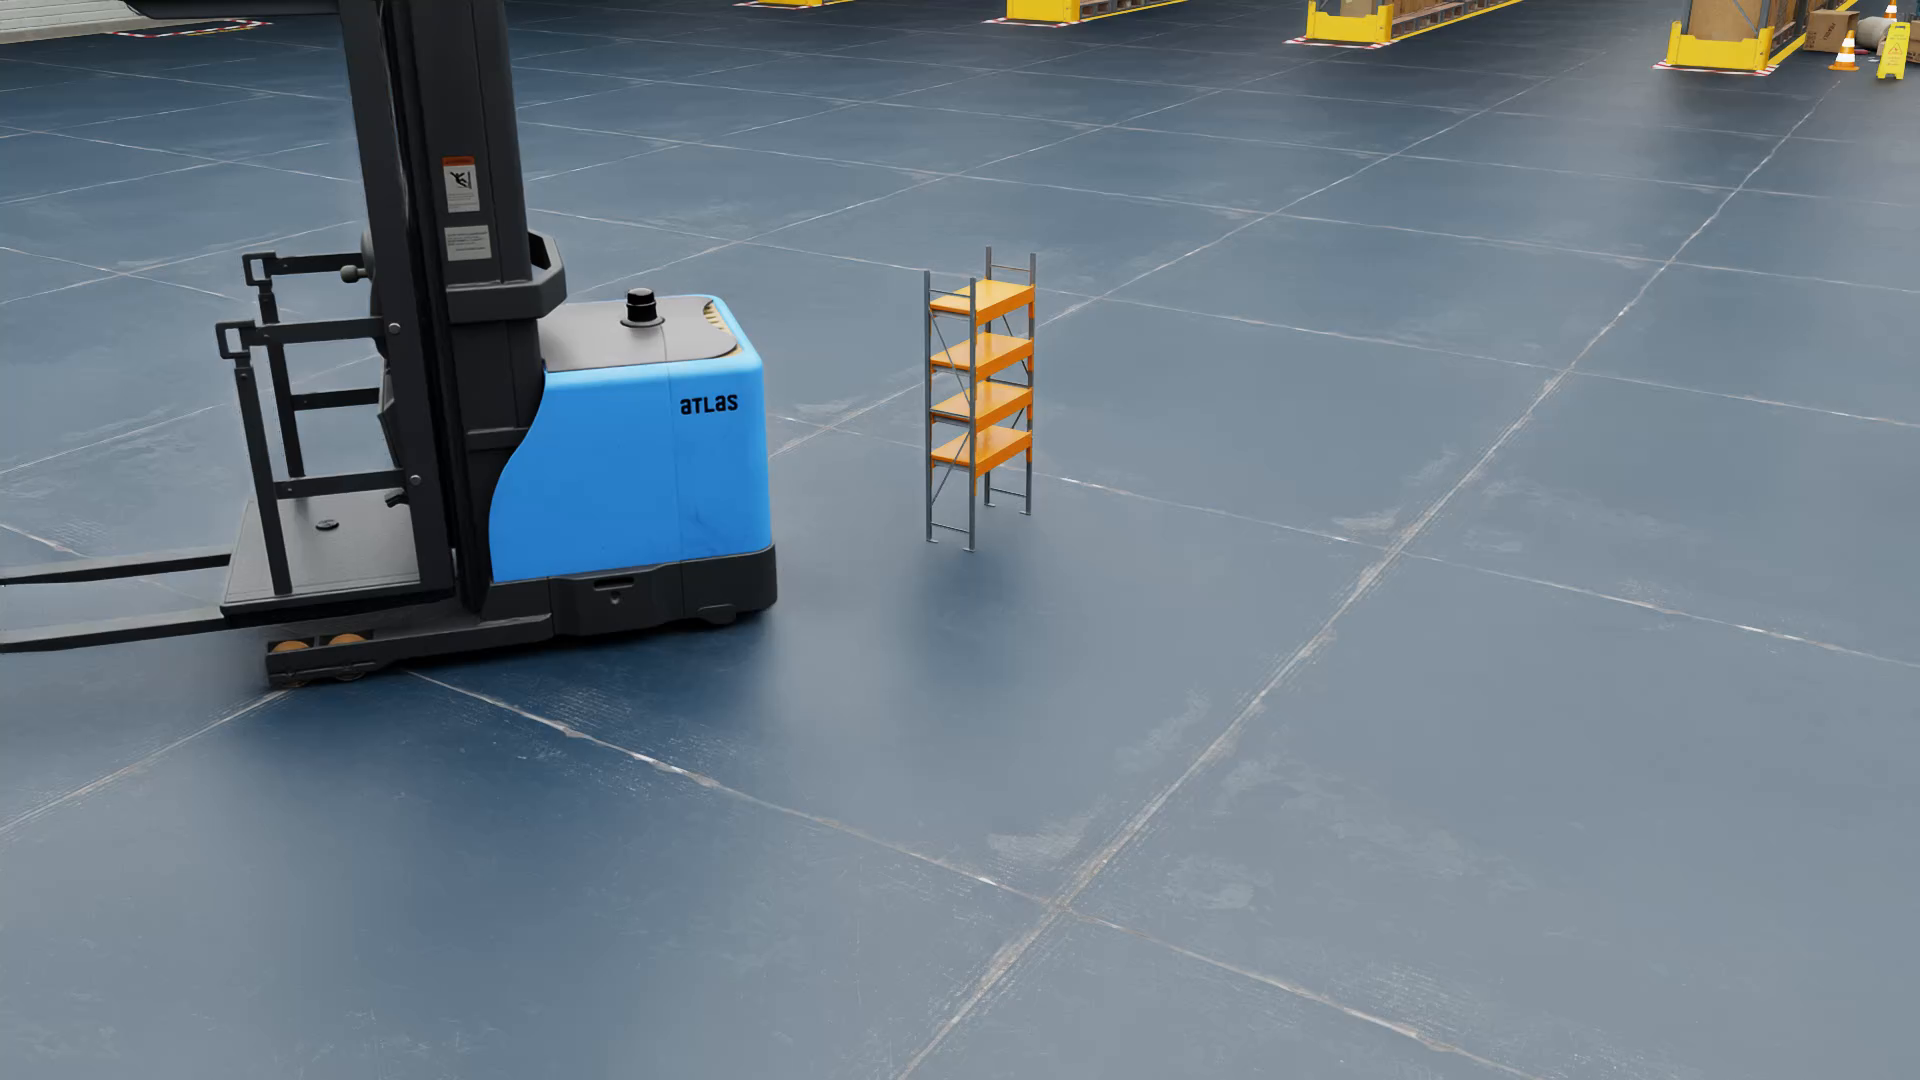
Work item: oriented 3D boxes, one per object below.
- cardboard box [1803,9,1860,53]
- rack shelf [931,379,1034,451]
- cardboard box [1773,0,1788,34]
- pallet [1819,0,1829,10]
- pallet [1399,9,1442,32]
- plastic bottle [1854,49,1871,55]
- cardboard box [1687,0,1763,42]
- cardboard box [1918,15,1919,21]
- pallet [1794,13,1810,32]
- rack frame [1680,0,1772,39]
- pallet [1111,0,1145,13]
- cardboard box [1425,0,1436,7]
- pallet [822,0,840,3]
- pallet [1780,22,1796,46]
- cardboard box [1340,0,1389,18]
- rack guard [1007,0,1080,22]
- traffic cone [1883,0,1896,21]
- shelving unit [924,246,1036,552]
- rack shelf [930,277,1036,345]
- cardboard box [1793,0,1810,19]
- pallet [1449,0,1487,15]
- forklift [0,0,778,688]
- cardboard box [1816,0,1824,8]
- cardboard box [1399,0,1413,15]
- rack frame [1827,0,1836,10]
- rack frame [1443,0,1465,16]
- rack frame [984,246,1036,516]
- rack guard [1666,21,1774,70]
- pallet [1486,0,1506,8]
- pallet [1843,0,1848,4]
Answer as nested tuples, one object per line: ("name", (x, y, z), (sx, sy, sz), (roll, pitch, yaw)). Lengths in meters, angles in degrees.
("cardboard box", (11.837, -6.912, 22.585), (0.500, 0.500, 0.500), (20, 30, 38))
("rack shelf", (0.087, -0.545, 7.167), (0.258, 0.148, 0.480), (14, 27, 29))
("cardboard box", (10.920, -7.512, 22.973), (0.875, 0.875, 0.875), (14, 27, 29))
("pallet", (13.414, -8.617, 26.890), (1.003, 0.211, 1.213), (14, 27, 29))
("pallet", (6.656, -7.944, 25.334), (1.003, 0.211, 1.213), (14, 27, 29))
("plastic bottle", (12.043, -6.543, 22.287), (0.283, 0.061, 0.133), (5, 24, 11))
("cardboard box", (9.975, -6.908, 21.577), (0.875, 0.875, 0.875), (14, 27, 29))
("cardboard box", (13.194, -6.801, 22.157), (0.797, 0.637, 0.503), (14, 27, 29))
("pallet", (12.127, -7.794, 24.988), (1.003, 0.211, 1.213), (14, 27, 29))
("rack frame", (9.674, -7.447, 20.677), (1.000, 3.000, 0.127), (14, 27, 29))
("pallet", (2.383, -8.998, 27.769), (1.003, 0.211, 1.213), (14, 27, 29))
("cardboard box", (7.082, -8.595, 25.946), (0.500, 0.500, 0.500), (-18, 29, -36))
("pallet", (-2.533, -9.585, 29.126), (1.003, 0.211, 1.213), (14, 27, 29))
("pallet", (11.316, -7.277, 23.795), (1.003, 0.211, 1.213), (14, 27, 29))
("cardboard box", (5.857, -7.774, 24.049), (0.500, 0.500, 0.500), (20, 30, 38))
("rack guard", (1.305, -8.447, 26.133), (1.175, 0.500, 0.348), (14, 27, 29))
("traffic cone", (13.774, -7.769, 24.614), (0.336, 0.463, 0.334), (14, 27, 29))
("shelving unit", (0.087, -0.606, 7.141), (0.258, 1.200, 0.503), (14, 27, 29))
("rack shelf", (0.087, -0.967, 6.985), (0.258, 0.148, 0.480), (14, 27, 29))
("cardboard box", (12.035, -8.186, 24.687), (1.050, 0.750, 0.750), (14, 27, 29))
("pallet", (8.033, -8.854, 27.437), (1.003, 0.211, 1.213), (14, 27, 29))
("forklift", (-2.292, -1.045, 5.973), (3.031, 2.935, 1.130), (-7, 24, -15))
("cardboard box", (13.038, -8.825, 26.163), (1.050, 0.750, 0.750), (14, 27, 30))
("cardboard box", (6.489, -8.190, 25.011), (0.500, 0.500, 0.500), (17, 29, 34))
("rack frame", (13.894, -10.147, 26.914), (1.000, 3.000, 0.127), (14, 27, 29))
("rack frame", (7.623, -9.871, 26.276), (1.000, 3.000, 0.127), (14, 27, 29))
("rack frame", (0.216, -0.689, 7.331), (0.240, 1.200, 0.015), (14, 27, 29))
("rack guard", (9.661, -6.292, 21.155), (1.175, 0.500, 0.348), (14, 27, 29))
("pallet", (8.675, -9.268, 28.392), (1.003, 0.211, 1.213), (14, 27, 29))
("pallet", (14.951, -9.541, 29.024), (1.003, 0.211, 1.213), (14, 27, 29))
